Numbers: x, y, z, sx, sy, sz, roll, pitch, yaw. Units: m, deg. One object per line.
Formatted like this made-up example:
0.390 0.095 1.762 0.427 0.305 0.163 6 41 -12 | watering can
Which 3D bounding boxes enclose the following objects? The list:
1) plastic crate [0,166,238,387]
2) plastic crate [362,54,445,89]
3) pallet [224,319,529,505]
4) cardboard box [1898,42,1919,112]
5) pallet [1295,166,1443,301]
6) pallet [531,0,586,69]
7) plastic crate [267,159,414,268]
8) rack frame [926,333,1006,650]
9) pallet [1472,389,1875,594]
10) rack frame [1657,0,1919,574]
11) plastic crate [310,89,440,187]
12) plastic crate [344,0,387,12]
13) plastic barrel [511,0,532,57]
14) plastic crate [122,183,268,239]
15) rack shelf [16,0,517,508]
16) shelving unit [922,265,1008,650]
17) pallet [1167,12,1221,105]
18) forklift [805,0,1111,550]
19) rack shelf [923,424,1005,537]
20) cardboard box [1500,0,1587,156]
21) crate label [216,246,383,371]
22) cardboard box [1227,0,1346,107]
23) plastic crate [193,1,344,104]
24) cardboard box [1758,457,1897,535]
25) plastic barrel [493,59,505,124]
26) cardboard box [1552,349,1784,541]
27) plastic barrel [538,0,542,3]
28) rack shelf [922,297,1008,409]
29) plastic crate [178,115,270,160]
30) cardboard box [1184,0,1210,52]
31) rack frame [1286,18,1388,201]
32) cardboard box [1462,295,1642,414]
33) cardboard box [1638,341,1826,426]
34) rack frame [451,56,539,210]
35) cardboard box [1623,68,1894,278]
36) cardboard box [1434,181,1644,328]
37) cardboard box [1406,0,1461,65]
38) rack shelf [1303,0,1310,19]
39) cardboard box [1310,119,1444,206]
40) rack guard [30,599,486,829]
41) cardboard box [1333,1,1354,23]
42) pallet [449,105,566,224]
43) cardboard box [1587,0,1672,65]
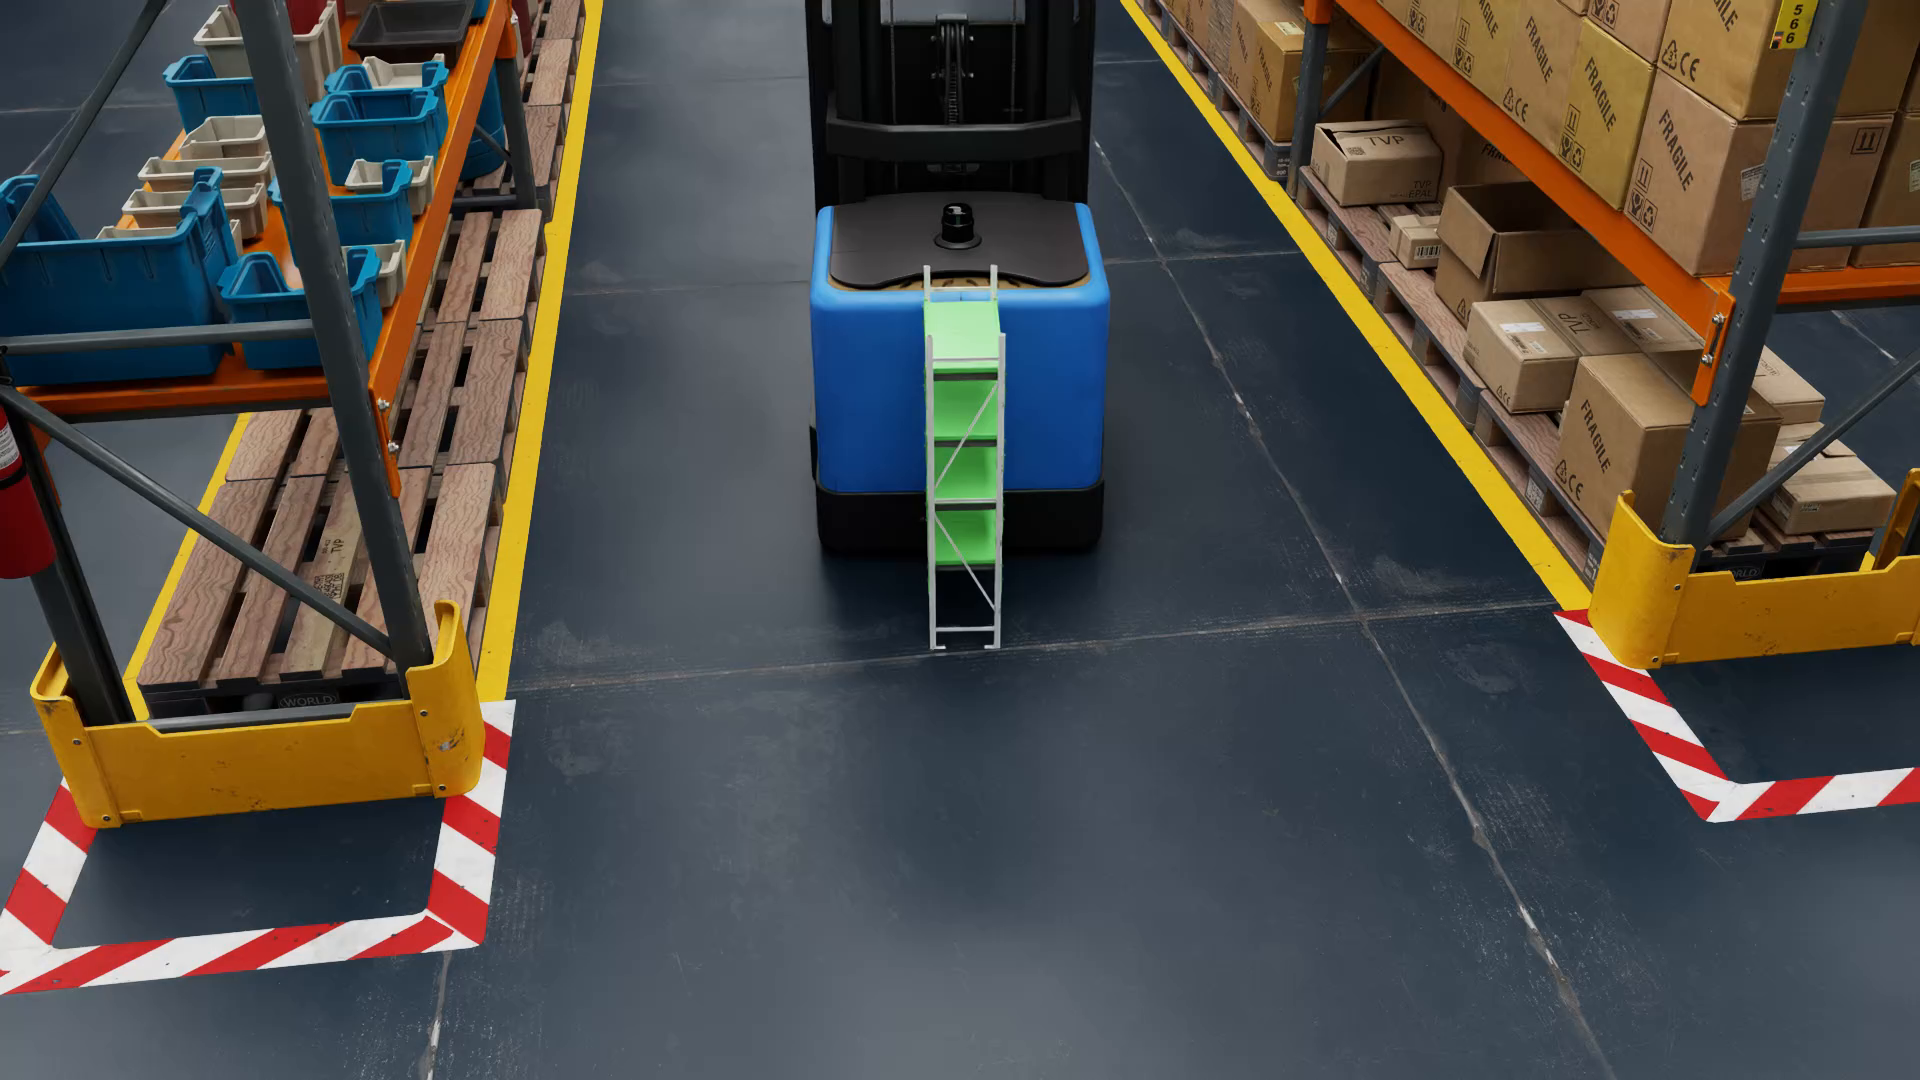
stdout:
-2.332 -0.735 4.580 0.616 0.435 0.499 -4 35 -6 | plastic crate
-2.108 -1.721 6.293 0.293 0.136 0.466 -4 35 -6 | plastic crate
-2.335 -0.513 6.815 1.003 0.211 1.213 -4 35 -6 | pallet
3.008 -1.618 4.983 0.500 0.500 0.500 -3 34 -5 | cardboard box
2.360 -1.592 8.399 1.003 0.211 1.213 -4 35 -6 | pallet
-3.031 -3.398 11.048 1.003 0.211 1.213 -4 35 -6 | pallet
-1.898 -1.008 5.161 0.416 0.233 0.300 -4 35 -6 | plastic crate
0.018 -0.124 5.366 0.240 1.200 0.015 -1 34 -2 | rack frame
2.688 -0.230 6.401 1.003 0.211 1.213 -4 35 -6 | pallet
2.807 -0.896 4.900 1.000 3.000 0.127 -4 35 -6 | rack frame
-1.986 -1.376 5.700 0.416 0.233 0.300 -4 35 -6 | plastic crate
-2.719 -2.400 7.289 0.396 0.136 0.243 -4 35 -6 | plastic crate
-2.943 -3.262 10.141 0.600 0.588 0.708 -4 35 -6 | plastic barrel
-2.416 -1.042 5.297 0.396 0.136 0.243 -4 35 -6 | plastic crate
-2.371 -1.341 6.193 1.077 0.370 4.000 -4 35 -6 | rack shelf
0.010 -0.261 5.568 0.258 1.200 0.503 -1 34 -2 | shelving unit
1.955 -3.109 10.624 1.003 0.211 1.213 -4 35 -6 | pallet
-0.044 -1.975 6.546 1.130 2.935 3.031 -1 34 -2 | forklift
0.010 -0.208 5.604 0.258 0.148 0.480 -1 34 -2 | rack shelf
2.342 -1.734 6.042 0.500 0.500 0.500 -4 34 -6 | cardboard box
-1.809 -0.641 4.622 0.416 0.233 0.303 -4 35 -6 | crate label
1.860 -2.807 9.534 0.500 0.500 0.500 -4 35 -6 | cardboard box
-2.617 -1.864 6.374 0.437 0.282 0.530 -4 35 -6 | plastic crate
3.091 -0.159 5.961 0.380 0.149 0.250 -4 35 -6 | cardboard box
-2.792 -2.761 9.128 0.600 0.901 0.708 -4 35 -6 | plastic barrel
2.490 -0.329 5.898 0.500 0.500 0.500 -4 35 -6 | cardboard box
-3.095 -3.992 10.998 0.600 0.830 0.708 -4 35 -6 | plastic barrel
0.010 -0.605 5.334 0.258 0.148 0.480 -1 34 -2 | rack shelf
-2.536 -1.360 5.763 0.298 0.136 0.250 -4 35 -6 | plastic crate
1.723 -3.370 10.361 0.500 0.500 0.500 -5 35 -8 | cardboard box
2.269 -3.128 8.176 1.000 3.000 0.127 -4 35 -6 | rack frame
2.391 -0.758 6.750 0.500 0.250 0.500 -4 35 -6 | cardboard box
2.947 -0.545 6.437 0.500 0.250 0.500 -4 35 -6 | cardboard box
-2.640 -2.755 7.628 1.000 3.000 0.127 -4 35 -6 | rack frame
2.477 -1.166 5.209 0.500 0.500 0.500 -3 34 -5 | cardboard box
2.527 -1.230 7.217 0.797 0.503 0.637 -4 35 -6 | cardboard box
2.204 -2.299 6.871 0.500 0.500 0.500 -5 35 -7 | cardboard box
2.000 -3.946 10.016 1.077 0.370 4.000 -4 35 -6 | rack shelf
2.111 -1.948 8.441 0.500 0.311 0.500 -4 35 -6 | cardboard box
-2.086 0.523 5.039 1.175 0.500 0.348 -4 35 -6 | rack guard
2.362 -2.862 9.615 0.500 0.500 0.500 -4 34 -6 | cardboard box
-2.703 -2.036 9.050 1.003 0.211 1.213 -4 35 -6 | pallet
2.406 -1.859 5.338 0.500 0.500 0.500 -3 34 -5 | cardboard box
